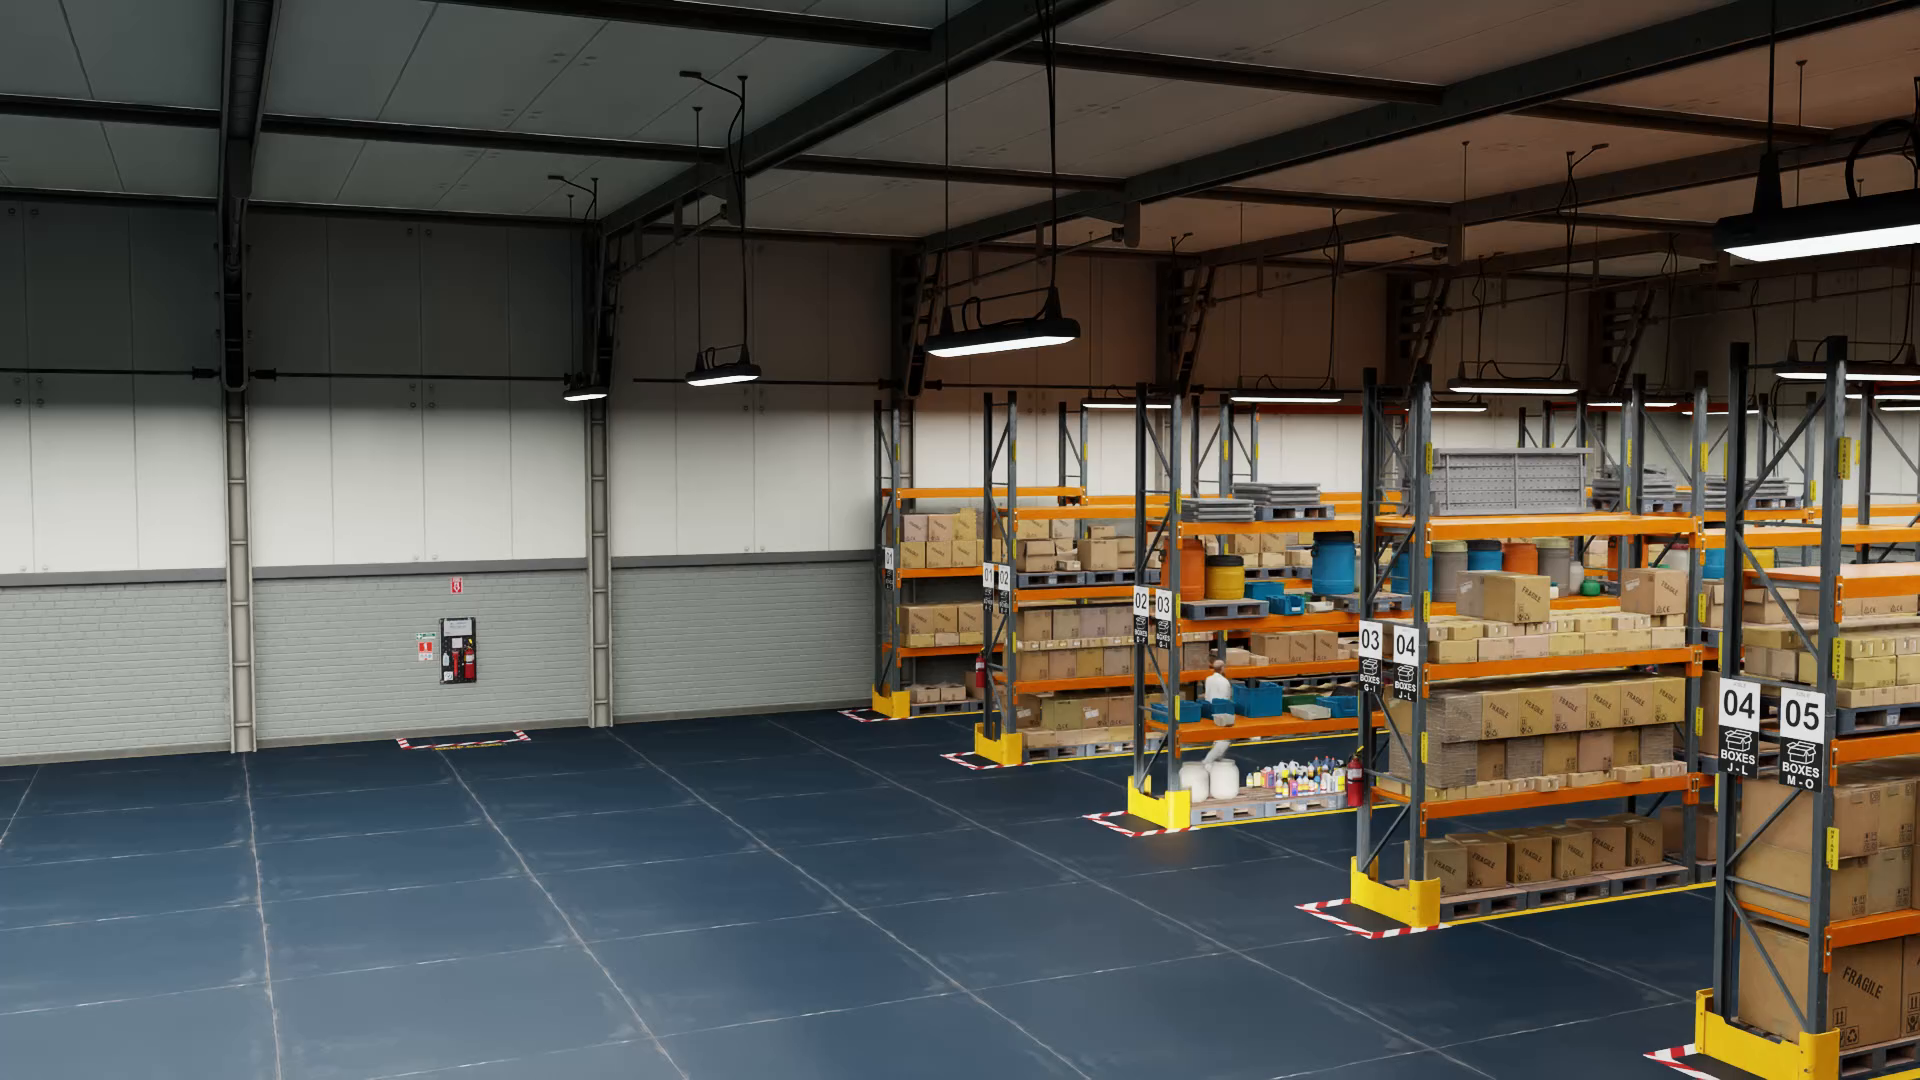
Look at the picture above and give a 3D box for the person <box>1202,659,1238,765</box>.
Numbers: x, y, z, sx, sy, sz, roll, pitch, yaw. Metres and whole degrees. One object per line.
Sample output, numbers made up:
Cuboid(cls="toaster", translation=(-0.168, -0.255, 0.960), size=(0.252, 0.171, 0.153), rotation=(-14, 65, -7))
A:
Cuboid(cls="person", translation=(4.097, 2.768, 26.108), size=(0.651, 1.804, 0.489), rotation=(3, 4, 42))
